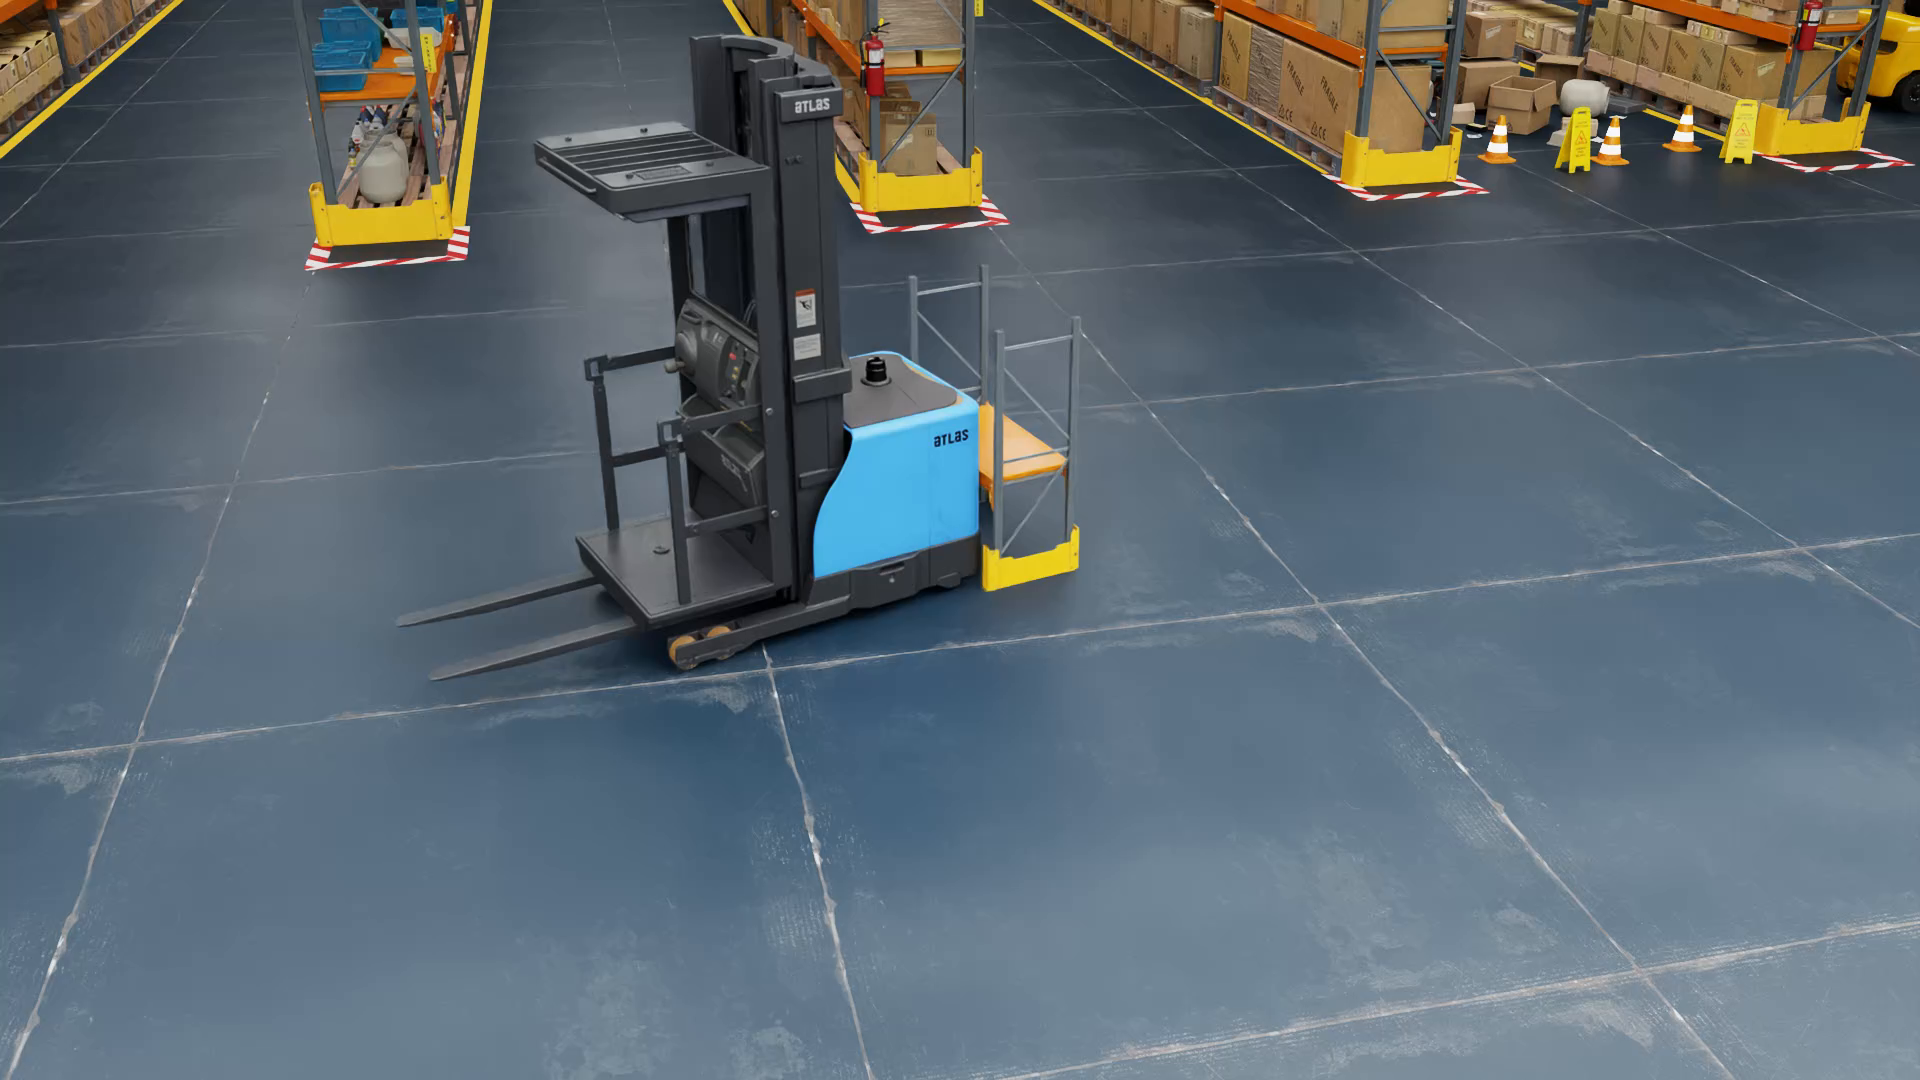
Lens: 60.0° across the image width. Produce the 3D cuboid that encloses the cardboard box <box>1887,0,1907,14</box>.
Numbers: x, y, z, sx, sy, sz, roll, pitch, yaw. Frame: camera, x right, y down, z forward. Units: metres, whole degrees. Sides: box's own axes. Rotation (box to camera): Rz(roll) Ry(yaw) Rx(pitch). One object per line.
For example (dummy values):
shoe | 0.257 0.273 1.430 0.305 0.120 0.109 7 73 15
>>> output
cardboard box | 13.097 -7.208 22.871 0.875 0.625 0.625 -5 27 -9

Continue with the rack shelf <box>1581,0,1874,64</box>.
rack shelf | 8.841 -6.148 19.399 1.077 0.370 4.000 -6 27 -12

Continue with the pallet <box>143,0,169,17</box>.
pallet | -13.152 -8.441 26.240 1.003 0.211 1.213 -6 27 -12

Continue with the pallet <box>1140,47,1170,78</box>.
pallet | 3.065 -6.423 22.240 1.003 0.211 1.213 -6 27 -12

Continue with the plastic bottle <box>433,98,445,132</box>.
plastic bottle | -5.664 -4.598 17.982 0.144 0.351 0.185 -7 28 -13

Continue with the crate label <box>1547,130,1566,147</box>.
crate label | 6.696 -4.447 18.409 0.250 0.136 0.298 -23 35 -38

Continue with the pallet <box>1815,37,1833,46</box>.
pallet | 12.743 -7.464 24.303 1.003 0.211 1.213 -6 27 -12

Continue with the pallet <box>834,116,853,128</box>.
pallet | -1.079 -4.804 19.034 1.003 0.211 1.213 -6 27 -12

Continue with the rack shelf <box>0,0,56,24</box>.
rack shelf | -11.368 -5.893 18.895 1.077 0.370 4.000 -6 27 -12

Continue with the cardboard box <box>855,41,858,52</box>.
cardboard box | -0.832 -4.902 16.412 0.380 0.149 0.250 -6 27 -12

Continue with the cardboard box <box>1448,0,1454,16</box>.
cardboard box | 7.606 -7.868 24.460 0.950 0.372 0.625 -8 28 -15

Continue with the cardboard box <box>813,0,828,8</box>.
cardboard box | -1.145 -6.091 18.048 0.875 0.500 0.500 -6 27 -12

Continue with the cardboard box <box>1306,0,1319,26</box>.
cardboard box | 4.215 -5.767 17.680 0.875 0.550 0.550 -6 27 -12

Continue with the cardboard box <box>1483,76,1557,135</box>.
cardboard box | 6.429 -4.990 19.078 0.637 0.503 0.797 19 32 32

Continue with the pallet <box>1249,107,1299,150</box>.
pallet | 3.964 -4.676 18.781 1.003 0.211 1.213 -6 27 -12

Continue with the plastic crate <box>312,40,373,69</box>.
plastic crate | -5.734 -4.490 15.482 0.499 0.251 0.408 -6 27 -12

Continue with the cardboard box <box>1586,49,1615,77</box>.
cardboard box | 8.260 -6.020 20.934 0.500 0.250 0.500 -7 28 -14

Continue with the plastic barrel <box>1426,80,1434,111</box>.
plastic barrel | 5.341 -5.307 19.795 0.512 0.421 0.421 13 30 24

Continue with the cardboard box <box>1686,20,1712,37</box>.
cardboard box | 8.598 -5.881 19.106 0.380 0.149 0.250 -5 27 -9

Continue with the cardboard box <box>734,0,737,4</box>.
cardboard box | -2.904 -8.812 25.773 1.225 0.875 0.875 -6 27 -11

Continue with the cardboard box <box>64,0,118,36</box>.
cardboard box | -12.114 -7.303 23.176 0.500 0.500 0.500 -6 27 -11

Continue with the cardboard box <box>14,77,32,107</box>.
cardboard box | -11.114 -5.173 19.256 0.500 0.250 0.500 -5 27 -11

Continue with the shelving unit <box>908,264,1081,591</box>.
shelving unit | 0.167 -0.660 9.393 0.587 1.500 1.083 -13 30 -24

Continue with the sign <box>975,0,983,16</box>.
sign | 0.165 -5.026 15.418 0.100 0.325 0.005 -6 27 -12

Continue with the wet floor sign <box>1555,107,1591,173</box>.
wet floor sign | 6.427 -4.181 17.318 0.267 0.644 0.232 -11 29 -20

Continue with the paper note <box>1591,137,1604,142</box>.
paper note | 7.139 -4.478 18.588 0.148 0.019 0.142 -16 31 -29

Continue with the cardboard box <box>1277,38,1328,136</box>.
cardboard box | 4.074 -4.960 18.139 0.875 0.875 0.875 -6 27 -12

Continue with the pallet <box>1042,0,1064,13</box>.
pallet | 1.964 -8.725 26.802 1.003 0.211 1.213 -6 27 -12

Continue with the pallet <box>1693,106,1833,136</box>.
pallet | 9.126 -4.739 18.906 1.003 0.211 1.213 -6 27 -12

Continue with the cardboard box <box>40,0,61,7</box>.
cardboard box | -12.509 -7.367 22.471 0.500 0.250 0.500 -6 27 -13

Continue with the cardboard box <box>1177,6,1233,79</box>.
cardboard box | 3.363 -6.246 20.827 1.050 0.750 0.750 -6 27 -12

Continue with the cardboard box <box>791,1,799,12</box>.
cardboard box | -1.986 -7.221 22.180 0.500 0.250 0.500 -5 27 -9

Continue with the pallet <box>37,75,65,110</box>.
pallet | -11.671 -5.482 20.377 1.003 0.211 1.213 -6 27 -12

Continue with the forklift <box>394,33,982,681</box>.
forklift | -1.407 -0.923 8.326 3.031 2.935 1.130 -15 31 -28

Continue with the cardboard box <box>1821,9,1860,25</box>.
cardboard box | 9.417 -5.649 17.891 0.380 0.149 0.250 -6 27 -11

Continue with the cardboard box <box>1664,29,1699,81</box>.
cardboard box | 8.629 -5.662 19.392 0.500 0.500 0.500 -7 28 -13

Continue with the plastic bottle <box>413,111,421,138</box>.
plastic bottle | -5.760 -4.454 17.780 0.152 0.276 0.135 -6 27 -12

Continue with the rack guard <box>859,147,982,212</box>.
rack guard | -0.380 -3.502 16.133 1.175 0.500 0.348 -6 27 -12

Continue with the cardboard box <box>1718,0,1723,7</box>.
cardboard box | 8.789 -6.072 18.731 0.380 0.149 0.250 -6 27 -11

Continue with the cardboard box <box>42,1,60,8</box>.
cardboard box | -12.499 -7.016 22.608 0.500 0.500 0.500 -7 28 -14

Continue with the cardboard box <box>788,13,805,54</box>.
cardboard box | -1.858 -6.643 21.867 0.700 0.500 0.500 -8 28 -16

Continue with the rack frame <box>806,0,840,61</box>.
rack frame | -1.265 -6.340 18.983 1.000 3.000 0.127 -6 27 -12

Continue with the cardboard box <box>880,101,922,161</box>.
cardboard box | -0.656 -4.191 17.032 0.500 0.500 0.500 1 27 2

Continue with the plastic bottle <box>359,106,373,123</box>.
plastic bottle | -6.313 -4.455 17.699 0.144 0.351 0.185 -5 27 -10

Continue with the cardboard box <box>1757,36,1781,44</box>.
cardboard box | 9.251 -5.507 19.085 0.500 0.500 0.500 -7 28 -14

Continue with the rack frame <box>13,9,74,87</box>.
rack frame | -11.818 -7.092 20.472 1.000 3.000 0.127 -6 27 -12

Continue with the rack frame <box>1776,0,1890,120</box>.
rack frame | 9.292 -5.591 17.498 1.000 3.000 0.127 -6 27 -12

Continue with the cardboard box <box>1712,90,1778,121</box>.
cardboard box | 8.842 -4.889 18.692 0.500 0.250 0.500 -6 27 -12

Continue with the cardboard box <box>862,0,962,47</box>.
cardboard box | -0.460 -5.006 15.898 0.875 0.500 0.500 -6 27 -12

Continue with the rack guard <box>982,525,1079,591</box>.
rack guard | 0.397 0.097 9.281 0.587 0.250 0.087 -13 30 -24

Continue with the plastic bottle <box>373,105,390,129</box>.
plastic bottle | -6.172 -4.469 17.728 0.144 0.351 0.185 -6 27 -12

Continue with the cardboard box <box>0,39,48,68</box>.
cardboard box | -11.337 -5.870 20.014 0.500 0.311 0.500 -6 27 -12

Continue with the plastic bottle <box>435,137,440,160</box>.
plastic bottle | -5.327 -3.994 16.860 0.061 0.283 0.133 -5 27 -11

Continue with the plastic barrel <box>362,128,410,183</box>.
plastic barrel | -5.525 -3.660 15.966 0.421 0.512 0.421 0 27 0

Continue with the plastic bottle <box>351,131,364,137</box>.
plastic bottle | -6.091 -3.998 16.877 0.152 0.276 0.135 -7 28 -13

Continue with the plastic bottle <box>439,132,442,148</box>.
plastic bottle | -5.462 -4.184 17.328 0.097 0.201 0.097 0 27 0

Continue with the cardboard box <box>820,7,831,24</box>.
cardboard box | -1.300 -5.663 17.919 0.380 0.149 0.250 -6 27 -12
